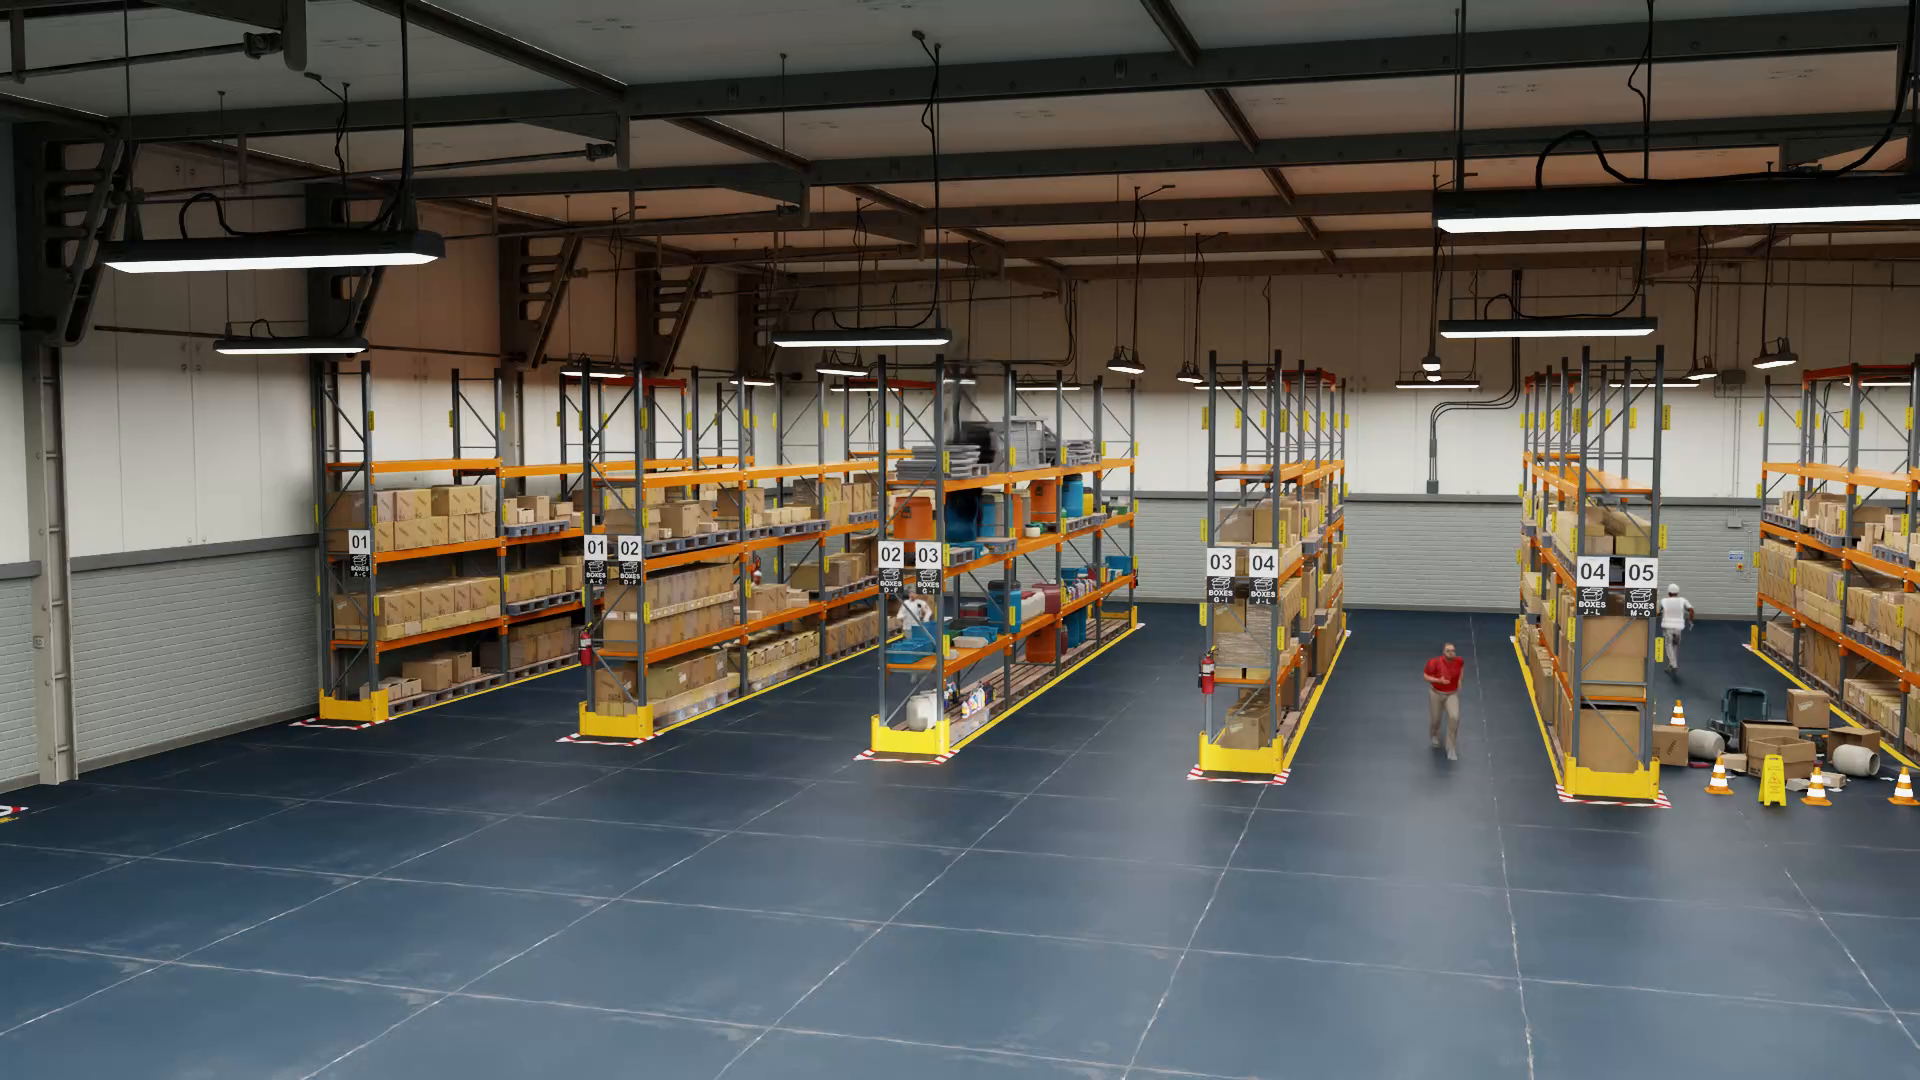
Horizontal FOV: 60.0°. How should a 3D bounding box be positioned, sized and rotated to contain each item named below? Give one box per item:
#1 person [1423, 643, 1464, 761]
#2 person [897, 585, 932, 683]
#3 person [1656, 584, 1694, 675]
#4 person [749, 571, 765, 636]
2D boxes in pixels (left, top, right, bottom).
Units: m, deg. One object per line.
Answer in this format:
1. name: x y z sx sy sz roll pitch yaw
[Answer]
1. person: 7.250 2.386 24.985 0.658 1.752 1.015 0 4 4
2. person: -0.857 1.699 30.501 0.596 1.770 0.694 1 4 13
3. person: 13.956 1.749 32.570 0.679 1.782 0.992 1 4 8
4. person: -4.417 1.533 36.057 0.654 1.739 0.739 1 4 10
